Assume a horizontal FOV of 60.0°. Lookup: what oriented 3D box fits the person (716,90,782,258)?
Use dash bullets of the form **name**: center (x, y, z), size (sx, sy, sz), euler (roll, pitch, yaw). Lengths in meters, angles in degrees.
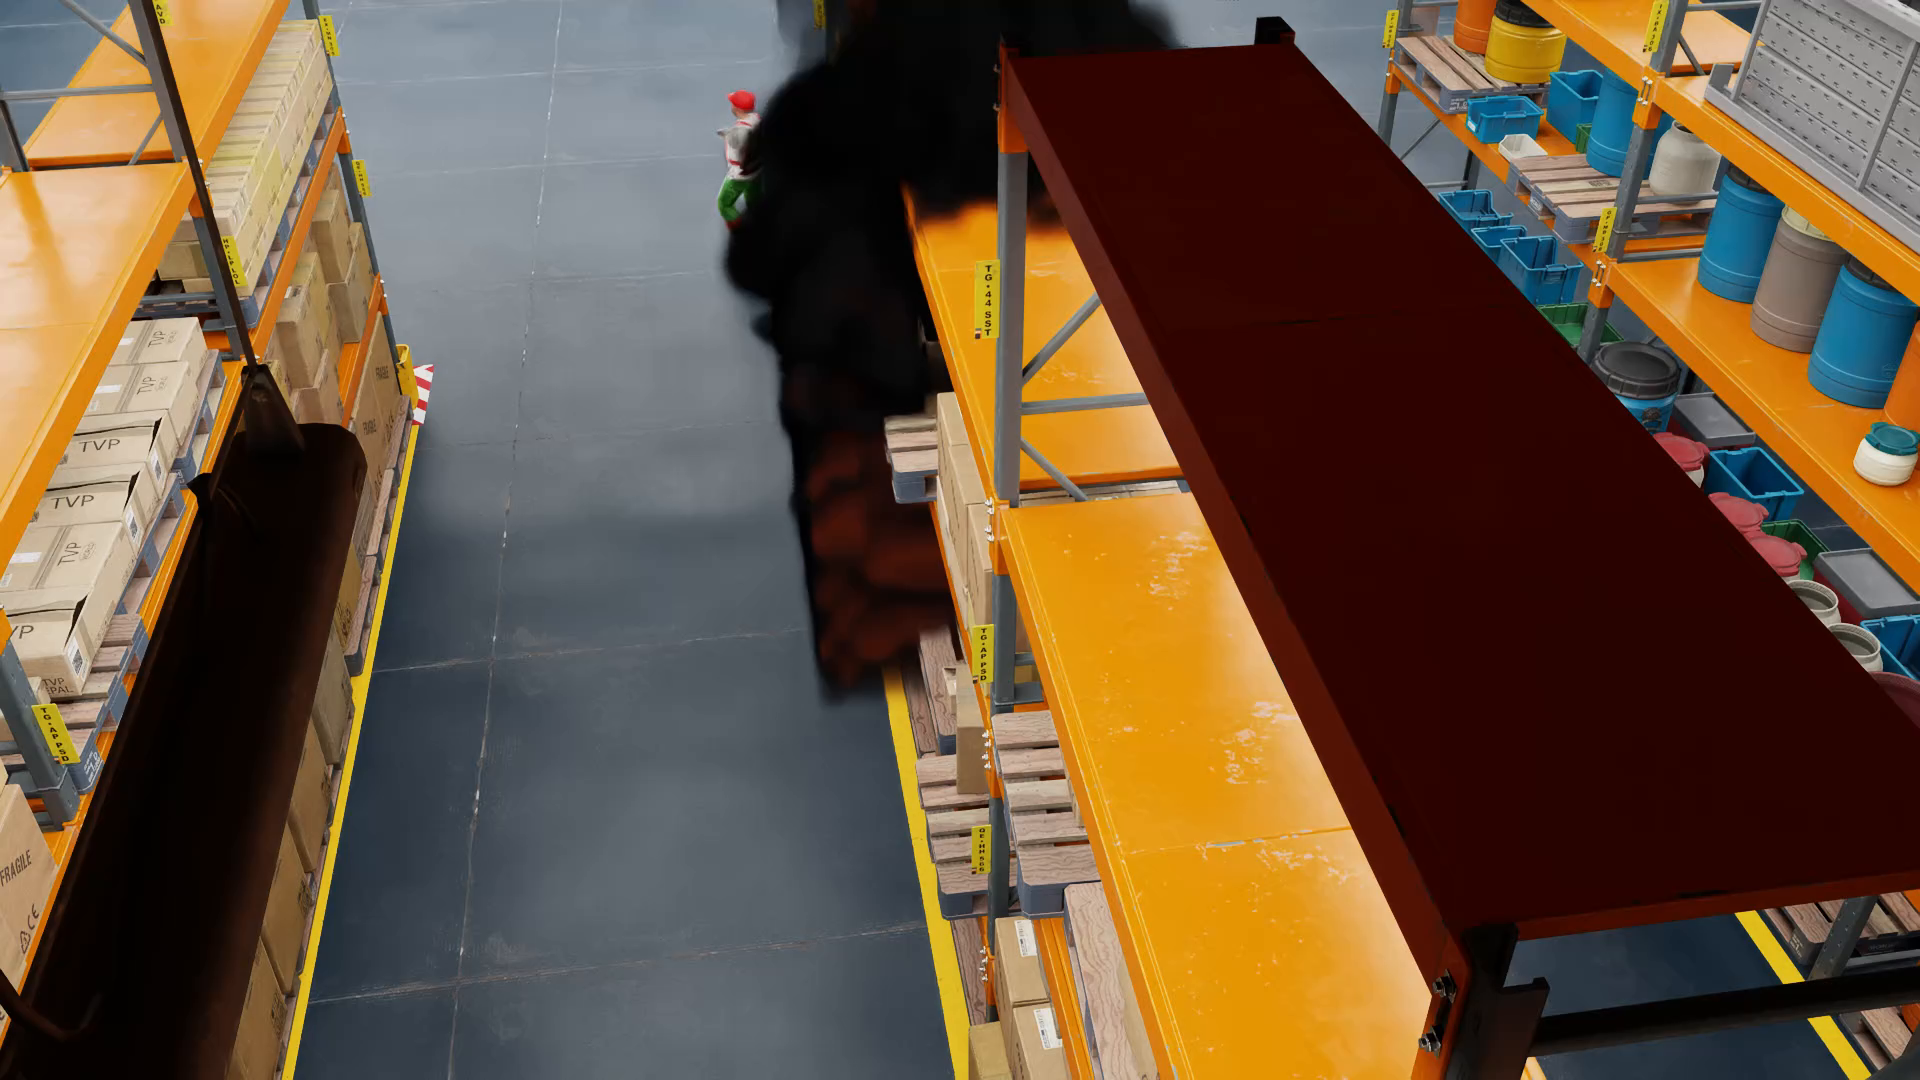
- **person**: center (-2.212, -3.715, 17.005), size (0.720, 1.838, 0.631), euler (17, 39, 21)
